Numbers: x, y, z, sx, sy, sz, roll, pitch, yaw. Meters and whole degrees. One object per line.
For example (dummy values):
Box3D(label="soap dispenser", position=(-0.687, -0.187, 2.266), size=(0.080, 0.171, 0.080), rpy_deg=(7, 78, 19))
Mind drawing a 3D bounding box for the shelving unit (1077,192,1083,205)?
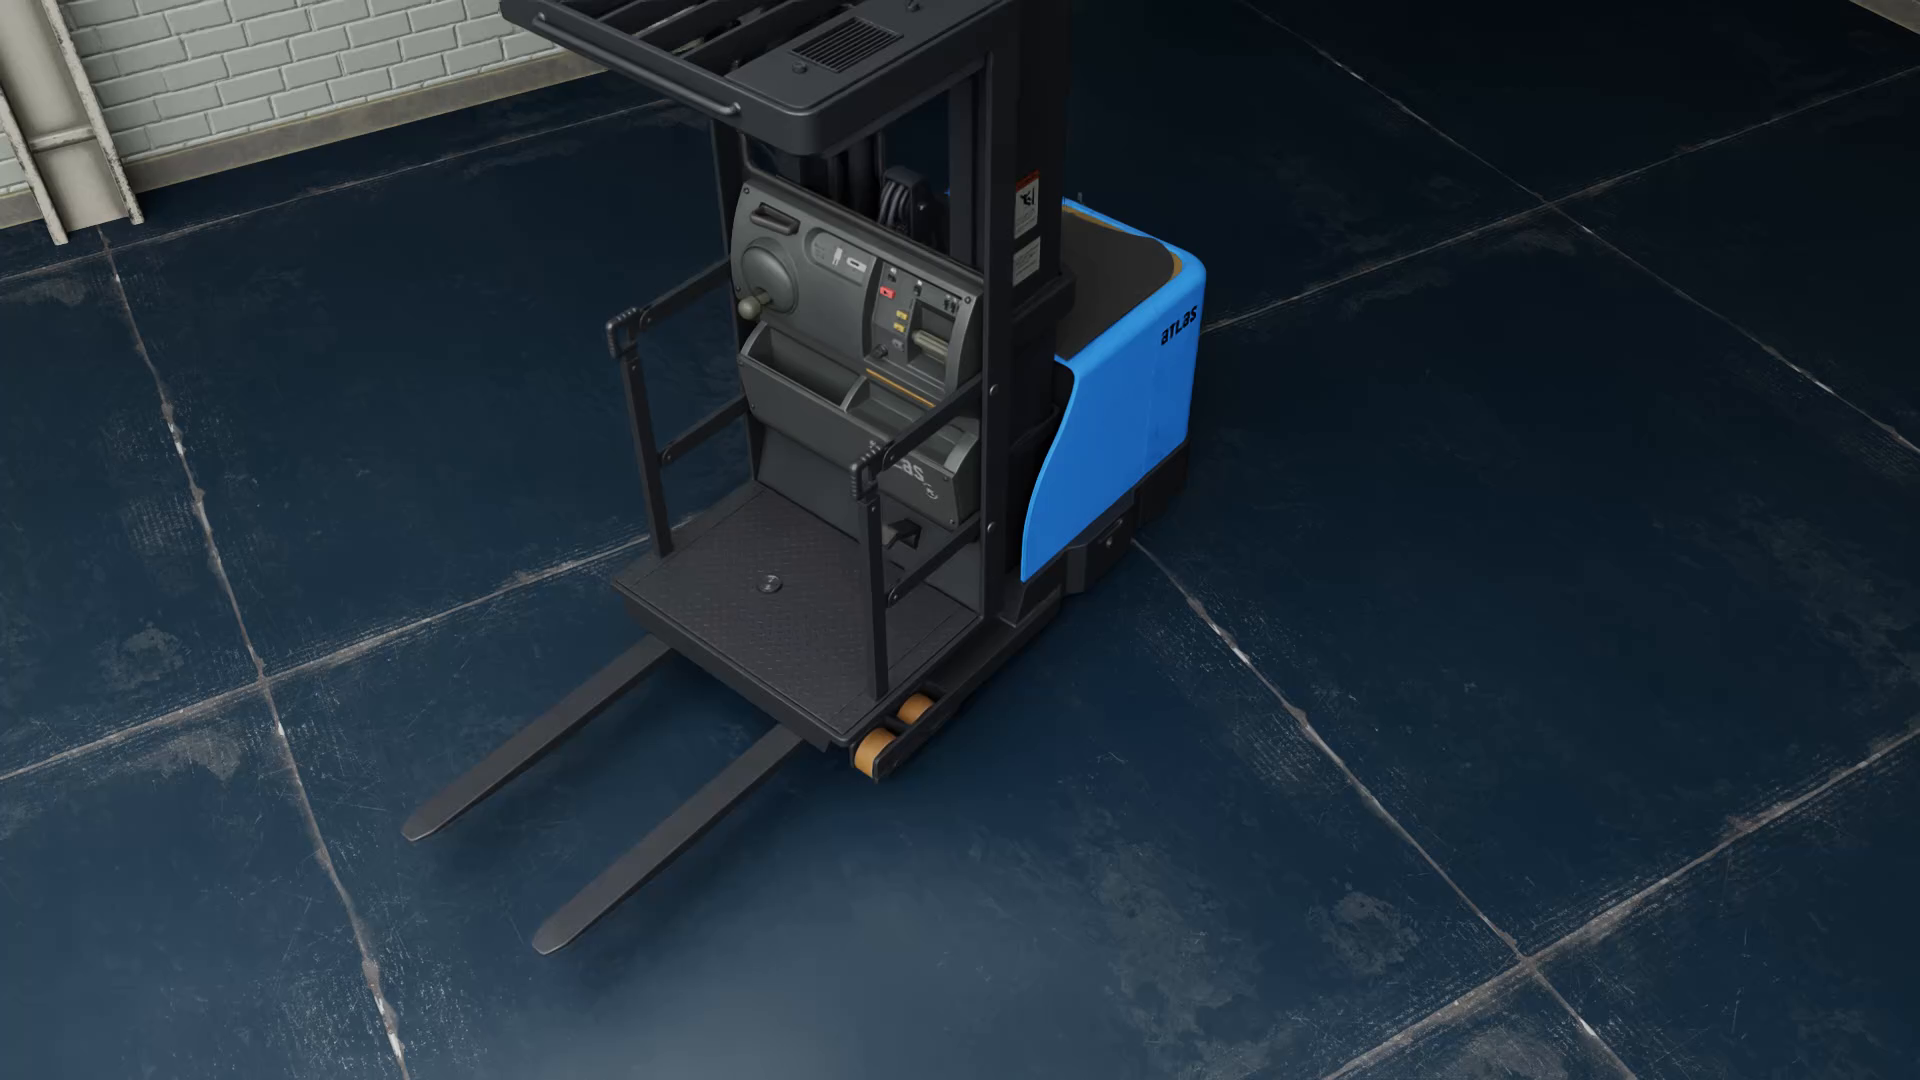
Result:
Box3D(label="shelving unit", position=(0.302, -0.982, 6.612), size=(0.258, 0.900, 0.210), rpy_deg=(28, 50, 26))

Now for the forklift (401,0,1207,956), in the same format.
Box3D(label="forklift", position=(-0.465, -0.670, 4.836), size=(1.130, 2.935, 3.031), rpy_deg=(30, 52, 27))

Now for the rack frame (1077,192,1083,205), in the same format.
Box3D(label="rack frame", position=(0.364, -1.036, 6.672), size=(0.240, 0.900, 0.006), rpy_deg=(28, 50, 26))

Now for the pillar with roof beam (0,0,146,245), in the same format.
Box3D(label="pillar with roof beam", position=(-1.917, -2.144, 1.998), size=(0.400, 9.000, 9.100), rpy_deg=(-22, 48, -21))
